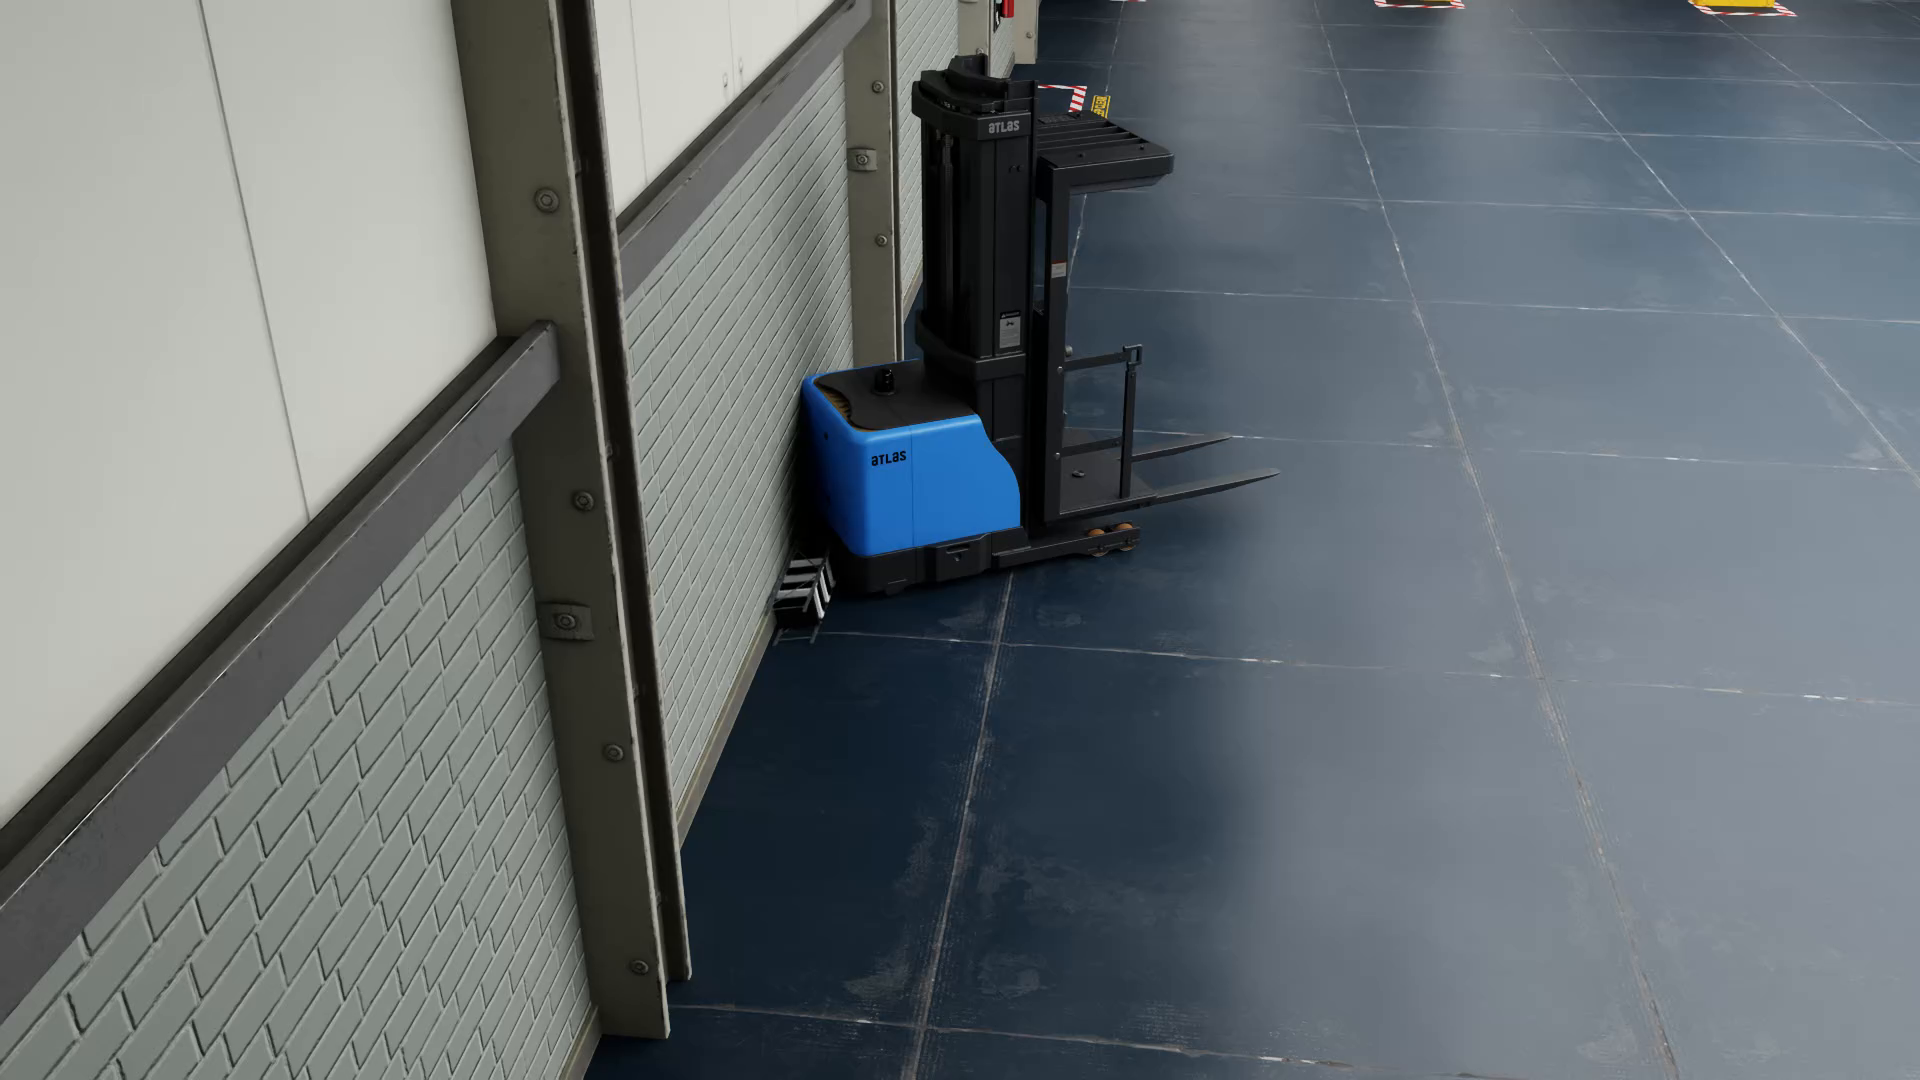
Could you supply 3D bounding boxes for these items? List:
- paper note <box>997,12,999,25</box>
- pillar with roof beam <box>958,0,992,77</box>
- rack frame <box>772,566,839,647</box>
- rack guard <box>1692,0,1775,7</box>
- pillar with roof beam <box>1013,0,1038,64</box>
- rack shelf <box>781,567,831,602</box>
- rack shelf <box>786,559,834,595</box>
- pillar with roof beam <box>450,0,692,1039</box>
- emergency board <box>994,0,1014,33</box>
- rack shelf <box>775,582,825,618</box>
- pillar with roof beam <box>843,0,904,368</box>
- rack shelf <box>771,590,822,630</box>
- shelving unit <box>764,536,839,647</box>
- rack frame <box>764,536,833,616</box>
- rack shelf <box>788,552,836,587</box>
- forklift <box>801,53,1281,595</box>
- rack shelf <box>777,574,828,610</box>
[{"bbox_3d":[0.452,-6.235,19.881,0.016,0.148,0.142,3,28,6],"label":"paper note"},{"bbox_3d":[4.420,-7.429,14.845,9.100,9.000,0.400,3,28,6],"label":"pillar with roof beam"},{"bbox_3d":[-0.892,0.378,9.785,0.240,0.006,0.900,-6,27,11],"label":"rack frame"},{"bbox_3d":[12.186,-8.670,26.107,1.175,0.500,0.348,3,28,6],"label":"rack guard"},{"bbox_3d":[5.155,-10.254,20.087,9.100,9.000,0.400,3,28,6],"label":"pillar with roof beam"},{"bbox_3d":[-0.905,0.273,9.768,0.258,0.200,0.077,-6,27,11],"label":"rack shelf"},{"bbox_3d":[-0.895,0.231,9.847,0.258,0.200,0.077,-6,27,11],"label":"rack shelf"},{"bbox_3d":[2.950,-1.781,4.360,9.100,9.000,0.400,3,28,6],"label":"pillar with roof beam"},{"bbox_3d":[0.542,-6.702,19.819,0.194,1.169,0.643,3,28,6],"label":"emergency board"},{"bbox_3d":[-0.927,0.358,9.611,0.258,0.200,0.077,-6,27,11],"label":"rack shelf"},{"bbox_3d":[3.685,-4.605,9.602,9.100,9.000,0.400,3,28,6],"label":"pillar with roof beam"},{"bbox_3d":[-0.937,0.401,9.532,0.258,0.200,0.077,-6,27,11],"label":"rack shelf"},{"bbox_3d":[-0.909,0.289,9.739,0.258,0.210,0.900,-6,27,11],"label":"shelving unit"},{"bbox_3d":[-0.926,0.200,9.693,0.240,0.006,0.900,-6,27,11],"label":"rack frame"},{"bbox_3d":[-0.884,0.189,9.926,0.258,0.200,0.077,-6,27,11],"label":"rack shelf"},{"bbox_3d":[0.581,-1.406,10.062,3.031,2.935,1.130,-11,30,-20],"label":"forklift"},{"bbox_3d":[-0.916,0.316,9.690,0.258,0.200,0.077,-6,27,11],"label":"rack shelf"}]
